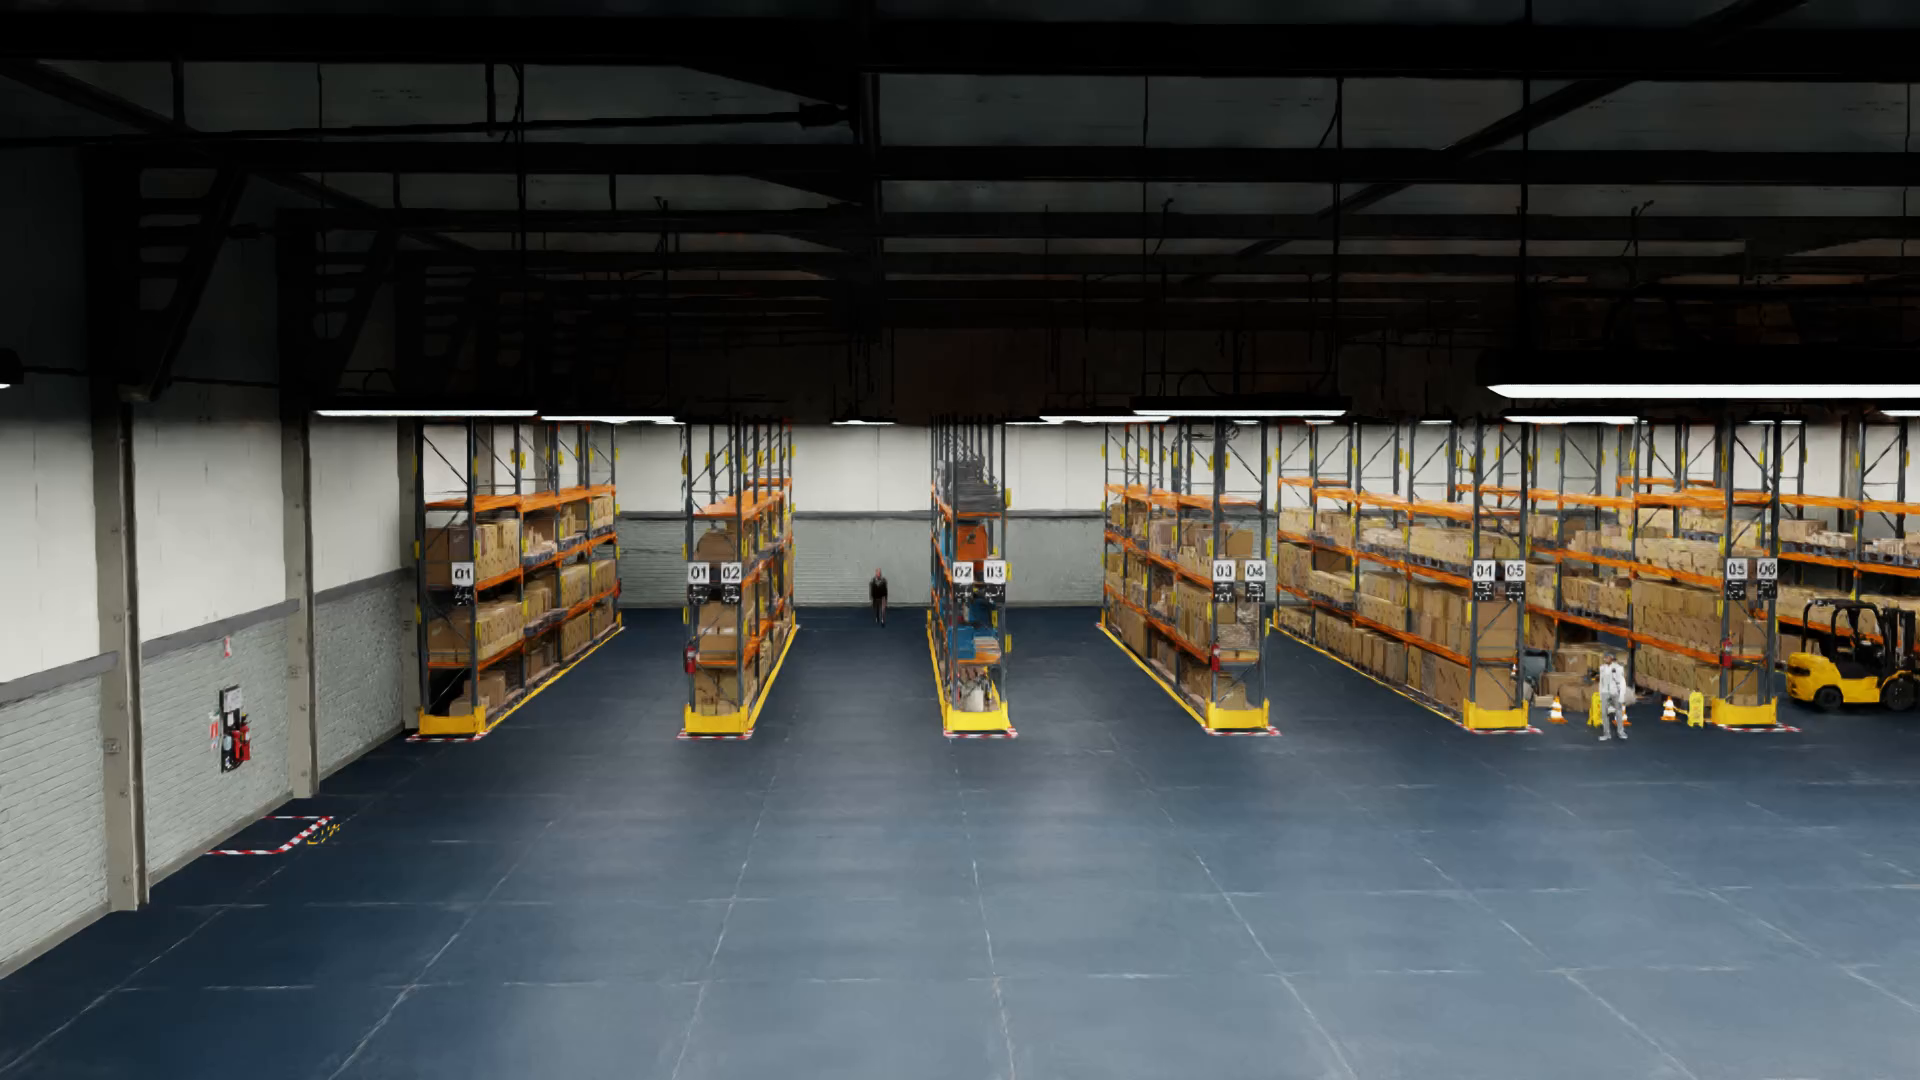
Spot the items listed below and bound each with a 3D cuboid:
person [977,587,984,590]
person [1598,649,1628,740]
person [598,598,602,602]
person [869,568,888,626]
[{"bbox_3d":[0.564,1.767,45.874,0.388,1.653,0.557,1,4,8],"label":"person"},{"bbox_3d":[11.966,2.823,30.490,0.507,1.661,0.568,4,5,45],"label":"person"},{"bbox_3d":[-10.580,1.649,48.170,0.392,1.591,0.588,2,5,32],"label":"person"},{"bbox_3d":[-2.346,1.631,47.898,0.543,1.648,1.115,0,4,0],"label":"person"}]
